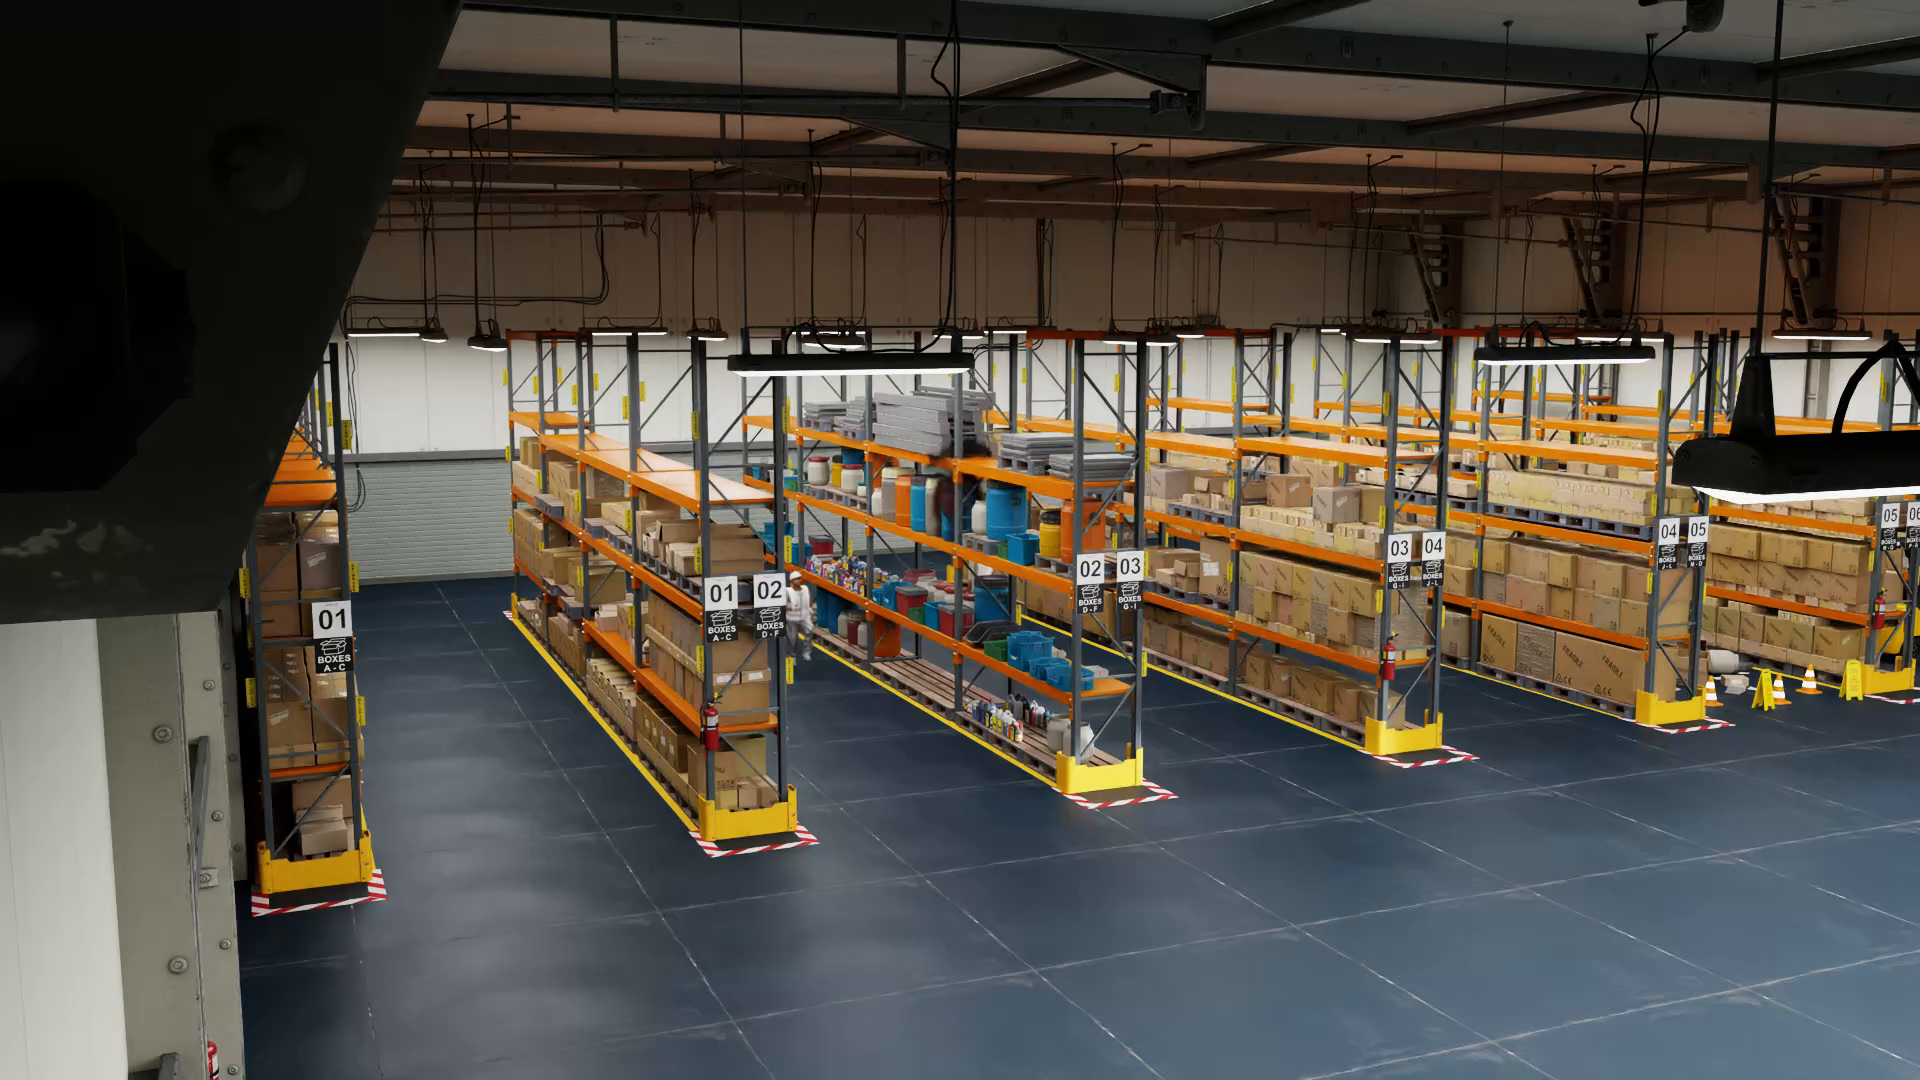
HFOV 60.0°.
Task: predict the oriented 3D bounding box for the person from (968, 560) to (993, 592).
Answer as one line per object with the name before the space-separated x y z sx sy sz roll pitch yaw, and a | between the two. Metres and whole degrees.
person | 0.406 0.833 33.877 0.411 1.784 0.606 -8 11 -44

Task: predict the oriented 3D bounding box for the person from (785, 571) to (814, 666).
person | -2.872 1.415 29.448 0.631 1.729 0.856 -2 8 -15
